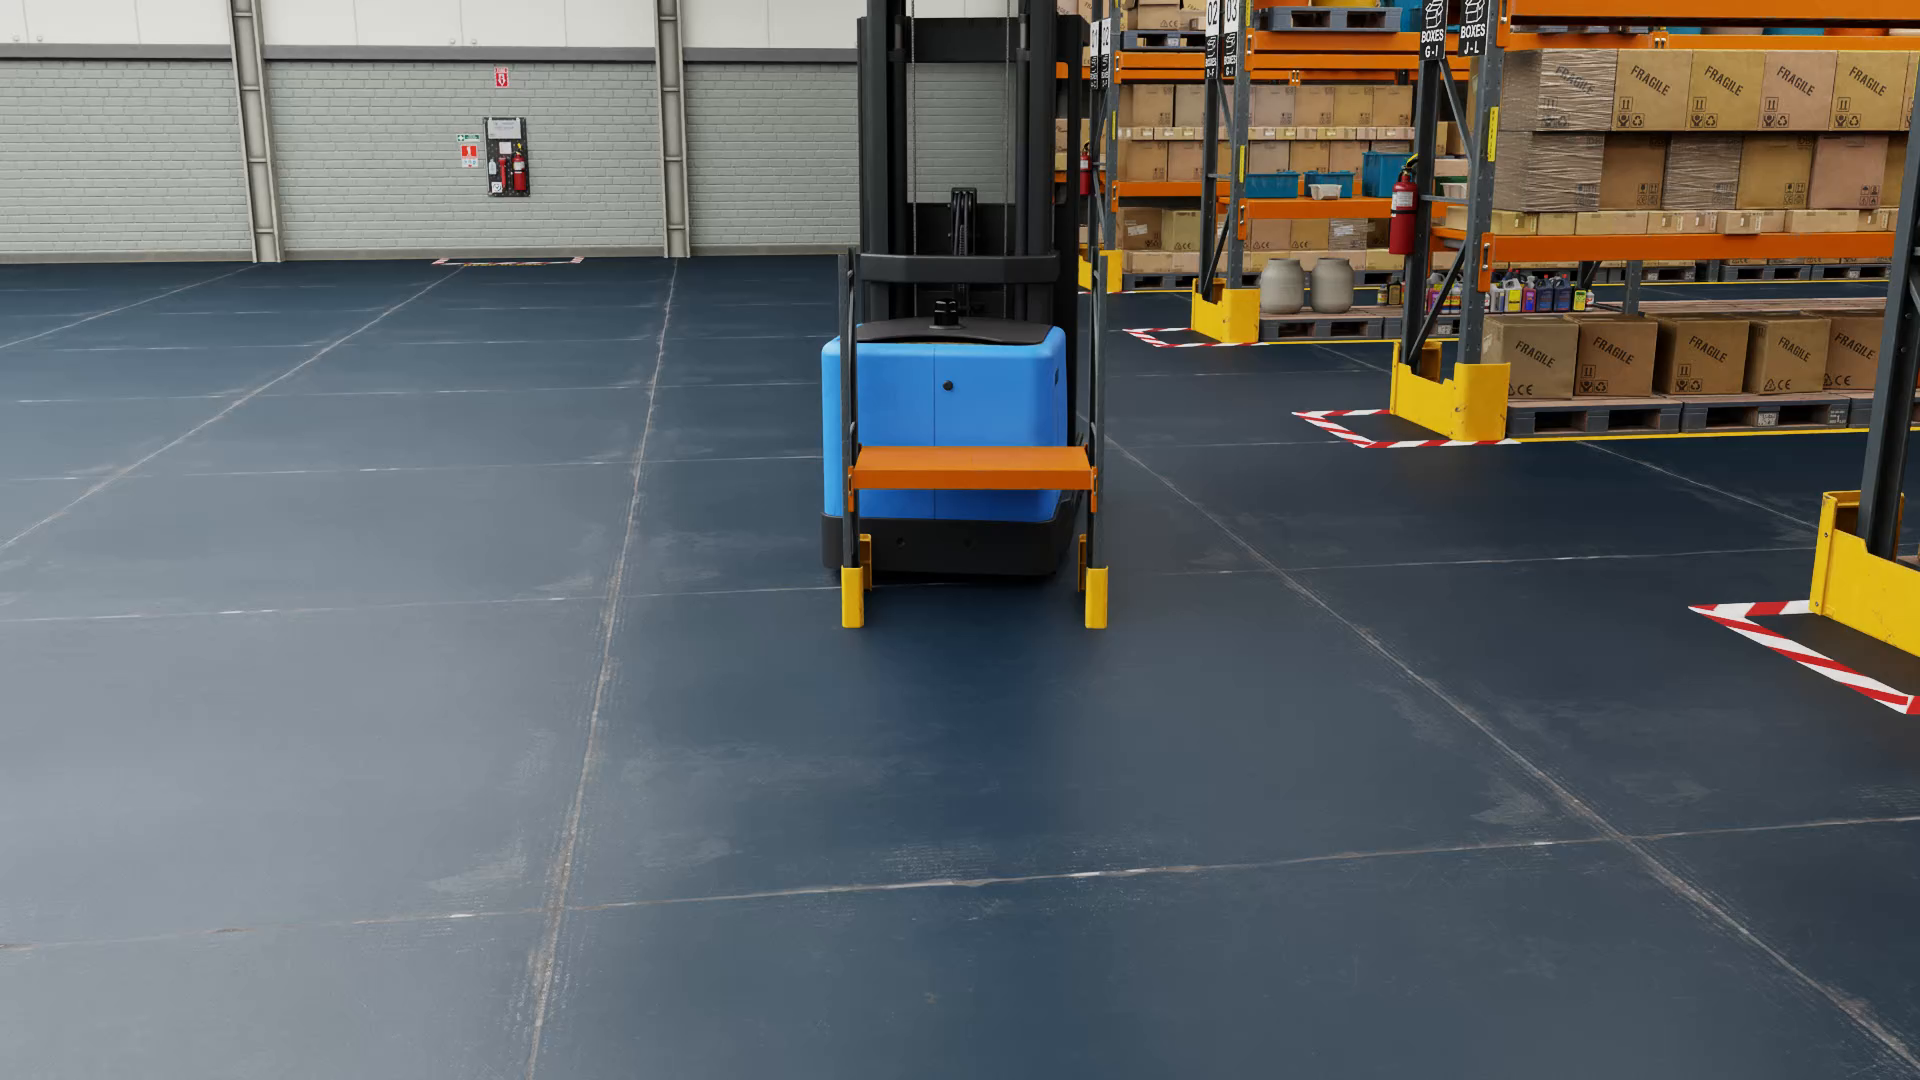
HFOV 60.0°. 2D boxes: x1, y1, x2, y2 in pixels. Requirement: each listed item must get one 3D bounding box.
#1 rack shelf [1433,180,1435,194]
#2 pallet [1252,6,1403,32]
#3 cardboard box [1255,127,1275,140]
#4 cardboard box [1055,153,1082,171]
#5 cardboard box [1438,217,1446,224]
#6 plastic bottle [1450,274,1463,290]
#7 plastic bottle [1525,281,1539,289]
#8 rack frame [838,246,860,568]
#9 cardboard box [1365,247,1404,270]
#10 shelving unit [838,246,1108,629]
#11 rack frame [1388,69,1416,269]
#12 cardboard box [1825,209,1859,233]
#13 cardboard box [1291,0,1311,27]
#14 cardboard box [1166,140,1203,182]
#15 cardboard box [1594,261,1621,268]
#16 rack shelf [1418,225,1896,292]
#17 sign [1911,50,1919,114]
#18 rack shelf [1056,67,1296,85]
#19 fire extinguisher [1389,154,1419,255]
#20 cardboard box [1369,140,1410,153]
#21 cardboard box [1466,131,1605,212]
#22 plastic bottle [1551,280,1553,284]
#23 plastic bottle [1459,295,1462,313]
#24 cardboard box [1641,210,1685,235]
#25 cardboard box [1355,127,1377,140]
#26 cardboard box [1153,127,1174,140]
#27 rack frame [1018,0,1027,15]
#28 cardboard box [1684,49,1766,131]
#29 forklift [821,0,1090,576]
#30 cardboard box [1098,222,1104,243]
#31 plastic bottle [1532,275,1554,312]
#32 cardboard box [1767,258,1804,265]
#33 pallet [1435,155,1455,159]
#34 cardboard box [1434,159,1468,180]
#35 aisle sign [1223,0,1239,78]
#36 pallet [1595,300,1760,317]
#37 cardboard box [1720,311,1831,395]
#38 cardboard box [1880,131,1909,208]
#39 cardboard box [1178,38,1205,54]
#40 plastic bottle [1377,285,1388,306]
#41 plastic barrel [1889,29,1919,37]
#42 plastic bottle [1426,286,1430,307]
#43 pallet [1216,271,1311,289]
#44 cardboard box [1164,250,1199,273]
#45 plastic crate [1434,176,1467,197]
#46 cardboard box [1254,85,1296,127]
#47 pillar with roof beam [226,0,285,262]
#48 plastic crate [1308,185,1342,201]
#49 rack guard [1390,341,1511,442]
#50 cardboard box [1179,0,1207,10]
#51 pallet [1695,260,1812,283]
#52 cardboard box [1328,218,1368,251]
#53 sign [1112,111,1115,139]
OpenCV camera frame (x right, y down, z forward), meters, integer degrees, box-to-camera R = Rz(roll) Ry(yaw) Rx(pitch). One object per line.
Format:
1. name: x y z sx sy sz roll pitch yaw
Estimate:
1. rack shelf: 7.689 -4.484 21.416 4.000 0.370 1.077 -2 14 -8
2. pallet: 3.322 -4.794 15.394 1.213 0.211 1.003 -2 14 -8
3. cardboard box: 3.696 -4.997 20.442 0.250 0.149 0.380 -2 14 -8
4. cardboard box: 1.544 -5.686 24.994 0.500 0.250 0.500 -3 14 -10
5. cardboard box: 7.694 -5.069 26.502 0.500 0.500 0.700 -2 14 -8
6. plastic bottle: 4.978 -2.546 16.749 0.185 0.351 0.144 -2 14 -9
7. plastic bottle: 5.615 -2.397 16.307 0.135 0.276 0.152 -2 14 -8
8. rack frame: -0.455 -0.440 6.893 0.032 1.500 0.500 0 14 1
9. cardboard box: 5.285 -3.562 21.046 0.500 0.250 0.500 -2 14 -8
10. shelving unit: 0.062 -0.439 6.888 1.083 1.500 0.587 0 14 1
11. rack frame: 5.711 -4.761 21.039 0.127 3.000 1.000 -2 14 -8
12. cardboard box: 5.771 -2.144 11.122 0.250 0.149 0.380 -2 14 -8
13. cardboard box: 4.064 -6.508 20.477 0.637 0.503 0.797 -1 14 -2
14. cardboard box: 2.738 -4.699 20.585 0.500 0.500 0.700 -2 14 -7
15. cardboard box: 8.175 -3.661 21.443 0.500 0.250 0.500 -2 14 -7
16. rack shelf: 5.205 -1.957 11.336 4.000 0.370 1.077 -2 14 -8
17. sign: 3.800 -1.844 6.540 0.005 0.325 0.100 -2 14 -8
18. rack shelf: 2.992 -6.986 25.224 4.000 0.370 1.077 -2 14 -8
19. fire extinguisher: 3.046 -2.302 11.394 0.183 0.674 0.296 -2 14 -8
20. cardboard box: 5.273 -4.792 20.957 0.500 0.500 0.700 -2 14 -10
21. cardboard box: 3.776 -2.439 10.964 0.500 0.500 0.875 -2 14 -8
22. plastic bottle: 6.065 -2.553 16.941 0.097 0.271 0.097 0 14 0
23. plastic bottle: 4.865 -2.291 16.038 0.097 0.201 0.097 0 14 0
24. cardboard box: 4.537 -2.095 10.927 0.250 0.149 0.380 -2 14 -8
25. cardboard box: 4.971 -5.044 20.629 0.250 0.149 0.380 -3 14 -10
26. cardboard box: 2.436 -4.952 20.261 0.250 0.149 0.380 -2 14 -10
27. rack frame: 1.014 -8.717 24.482 0.127 3.000 1.000 -2 14 -8
28. cardboard box: 4.802 -2.900 10.747 0.500 0.500 0.500 -2 14 -8
29. forklift: 0.078 -1.572 8.466 1.130 2.935 3.031 2 14 7
30. cardboard box: 2.275 -4.741 25.582 0.500 0.311 0.500 -1 14 -4
31. plastic bottle: 5.662 -2.398 16.159 0.185 0.351 0.144 -3 14 -11
32. cardboard box: 10.676 -3.875 21.741 0.500 0.500 0.500 -3 14 -10
33. pallet: 6.973 -5.923 26.066 1.213 0.211 1.003 -2 14 -8
34. cardboard box: 6.191 -4.717 21.171 0.500 0.250 0.500 -1 14 -5
35. aisle sign: 2.462 -4.612 15.102 0.004 0.787 0.394 -2 14 -8
36. pallet: 7.216 -2.255 16.778 1.213 0.211 1.003 -2 14 -8
37. cardboard box: 5.614 -1.300 11.516 0.500 0.500 0.500 -3 14 -13
38. cardboard box: 6.229 -2.560 11.445 0.500 0.500 0.875 -2 14 -8
39. cardboard box: 3.462 -7.343 24.923 0.500 0.500 0.500 -3 14 -11
40. plastic bottle: 4.241 -2.452 16.683 0.097 0.201 0.097 0 14 0
41. plastic barrel: 9.178 -5.000 16.110 0.301 0.262 0.301 0 14 0
42. plastic bottle: 4.668 -2.431 16.596 0.097 0.201 0.097 0 14 0
43. pallet: 3.709 -3.345 21.124 1.213 0.211 1.003 -2 14 -8
44. cardboard box: 2.813 -3.471 20.685 0.500 0.250 0.500 -2 14 -8
45. plastic crate: 5.061 -3.485 16.388 0.662 0.188 0.450 -2 14 -8
46. cardboard box: 3.784 -5.367 20.582 0.500 0.500 0.700 -2 14 -8
47. pillar with roof beam: -9.648 -7.480 19.550 0.400 9.000 9.100 -2 14 -8
48. plastic crate: 3.423 -3.252 15.563 0.250 0.136 0.298 -2 14 -8
49. rack guard: 3.303 -1.023 11.274 0.348 0.500 1.175 -2 14 -8
50. cardboard box: 3.459 -7.823 24.782 0.500 0.500 0.500 -3 14 -10
51. pallet: 10.410 -3.571 22.028 1.213 0.211 1.003 -2 14 -8
52. cardboard box: 4.789 -3.910 20.894 0.500 0.500 0.500 -2 14 -8
53. sign: 1.832 -4.941 19.813 0.005 0.325 0.100 -2 14 -8
